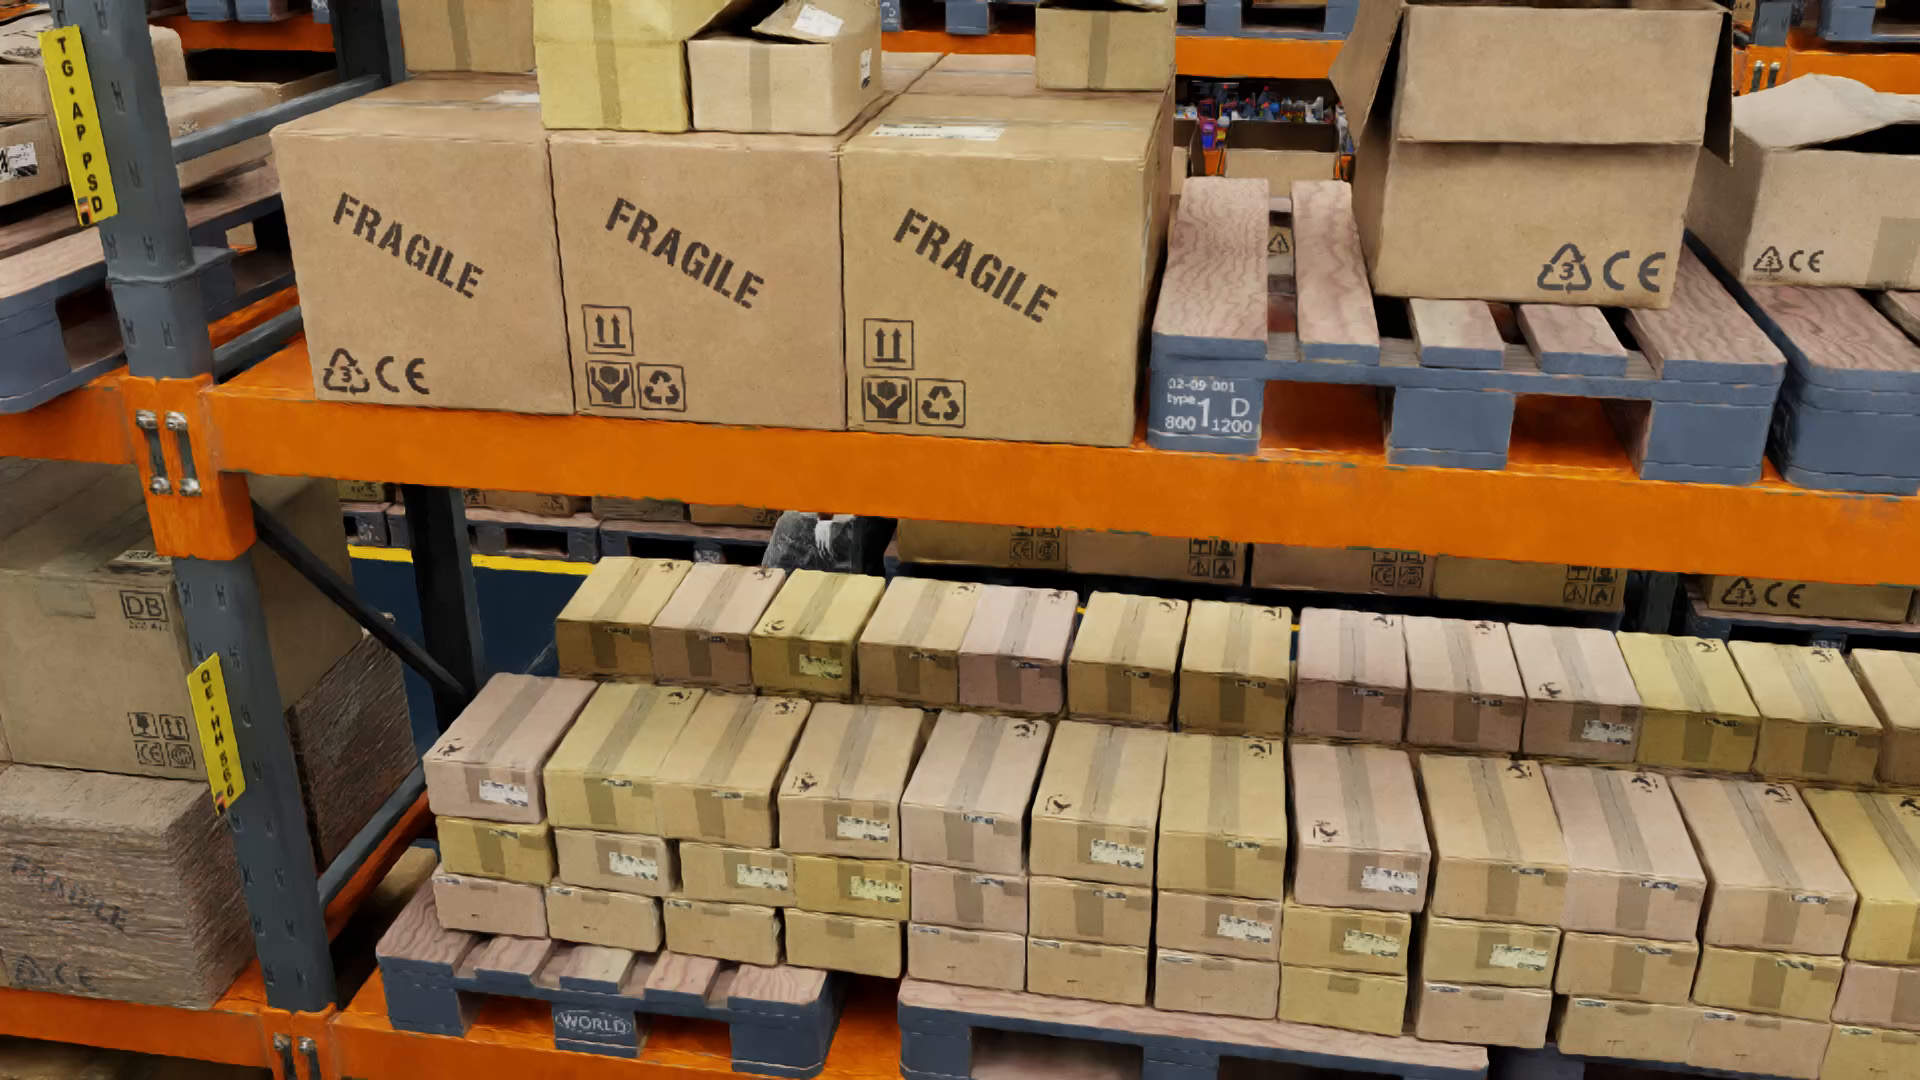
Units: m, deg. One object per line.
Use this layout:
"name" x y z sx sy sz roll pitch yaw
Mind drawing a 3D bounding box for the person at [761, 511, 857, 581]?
"person" -0.633 -0.153 7.372 0.469 1.809 0.573 6 25 13
